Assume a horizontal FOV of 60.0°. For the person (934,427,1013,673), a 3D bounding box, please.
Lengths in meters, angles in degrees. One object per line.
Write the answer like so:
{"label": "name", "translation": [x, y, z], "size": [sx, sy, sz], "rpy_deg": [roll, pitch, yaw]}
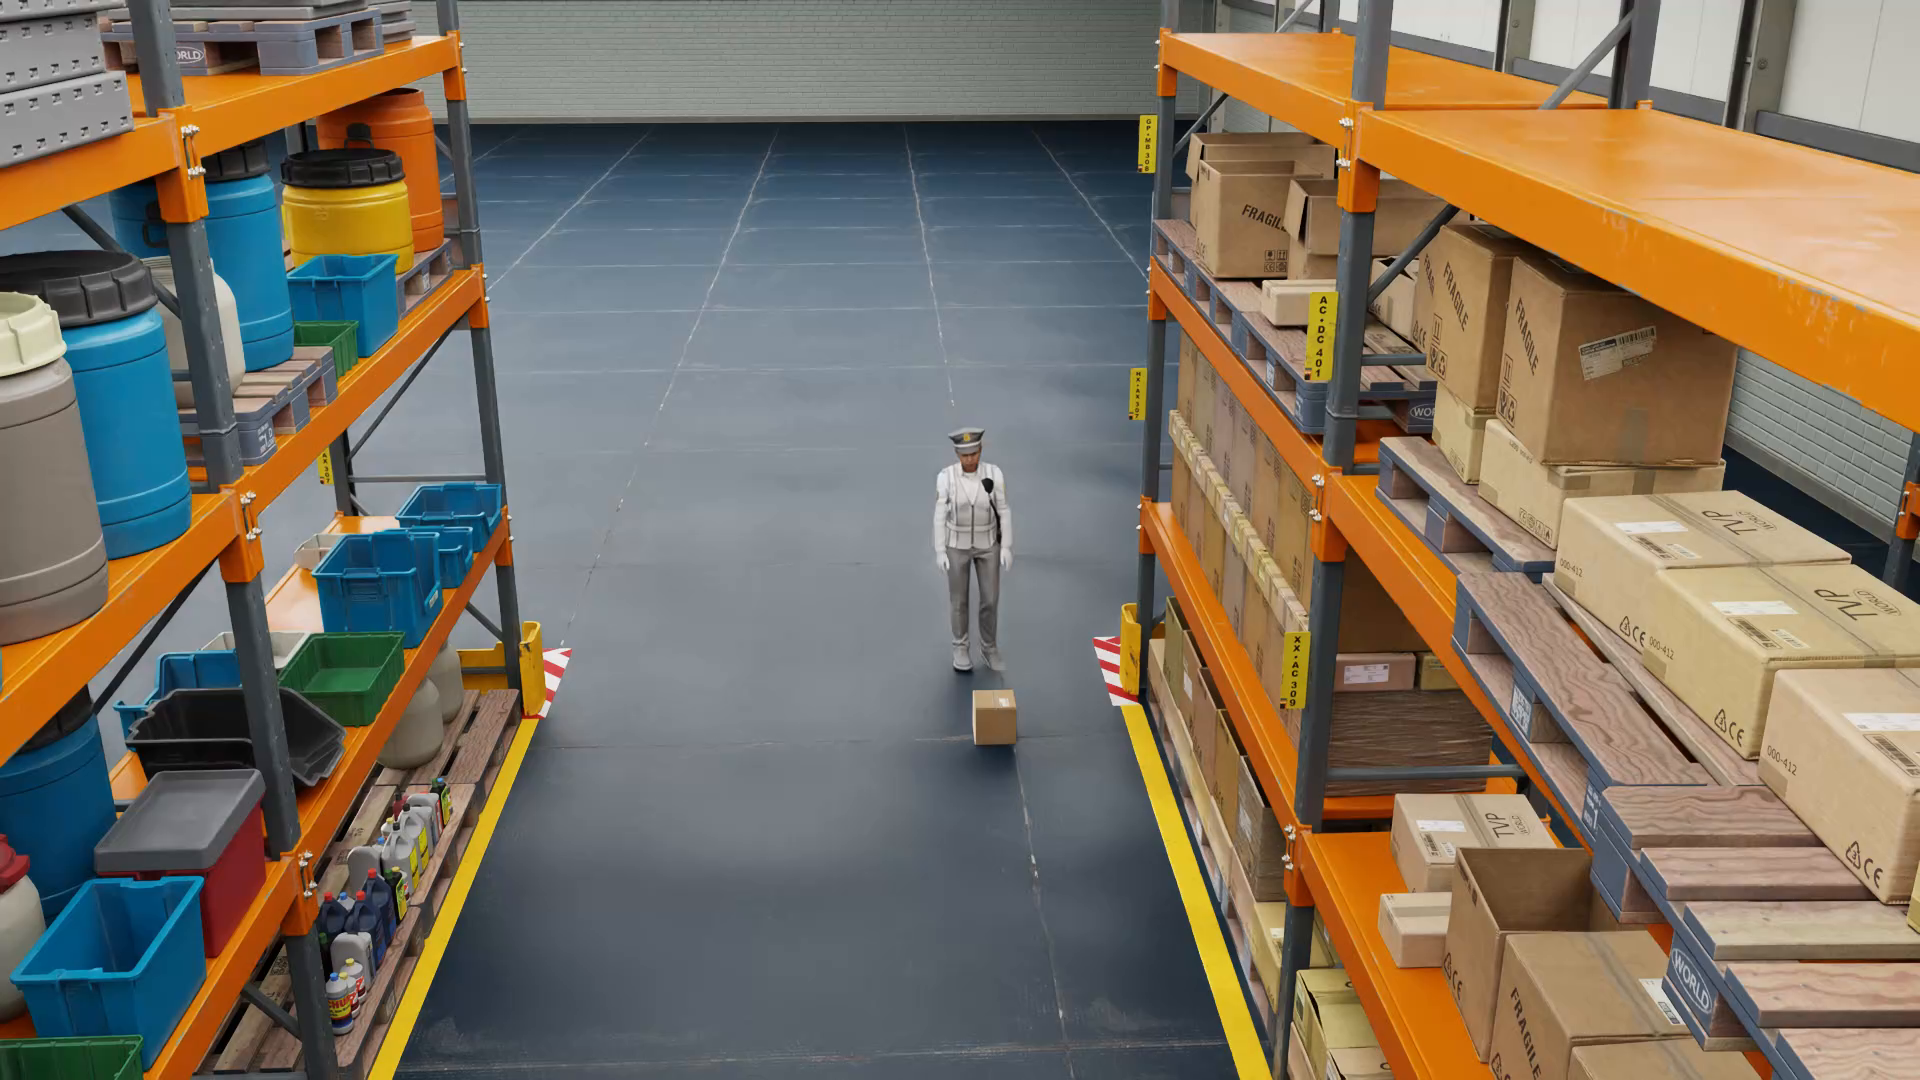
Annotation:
{"label": "person", "translation": [0.086, 0.084, 10.867], "size": [0.512, 1.731, 0.354], "rpy_deg": [-1, 21, -3]}
